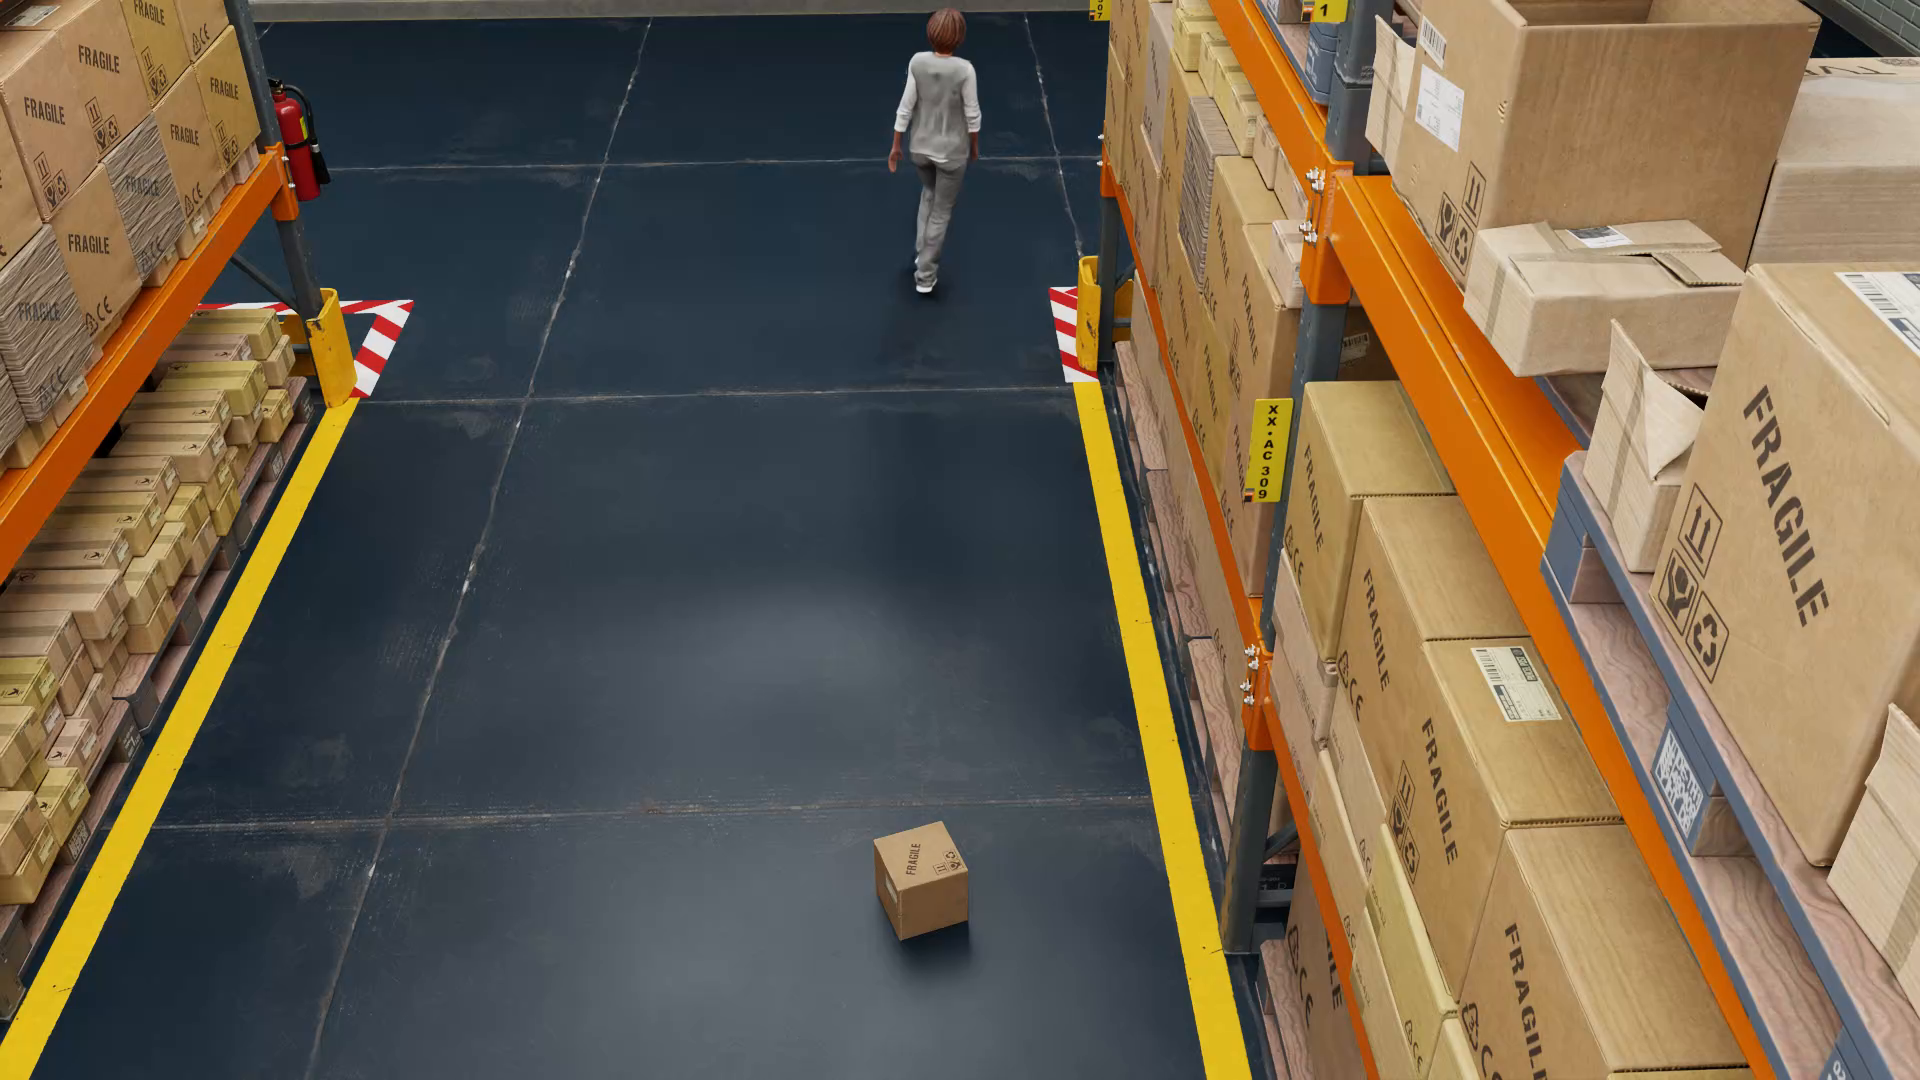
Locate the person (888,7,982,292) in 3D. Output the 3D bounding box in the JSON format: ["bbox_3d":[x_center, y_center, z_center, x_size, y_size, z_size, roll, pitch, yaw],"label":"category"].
[{"bbox_3d":[-0.111,-2.120,9.112,0.483,1.626,0.519,14,38,18],"label":"person"}]
